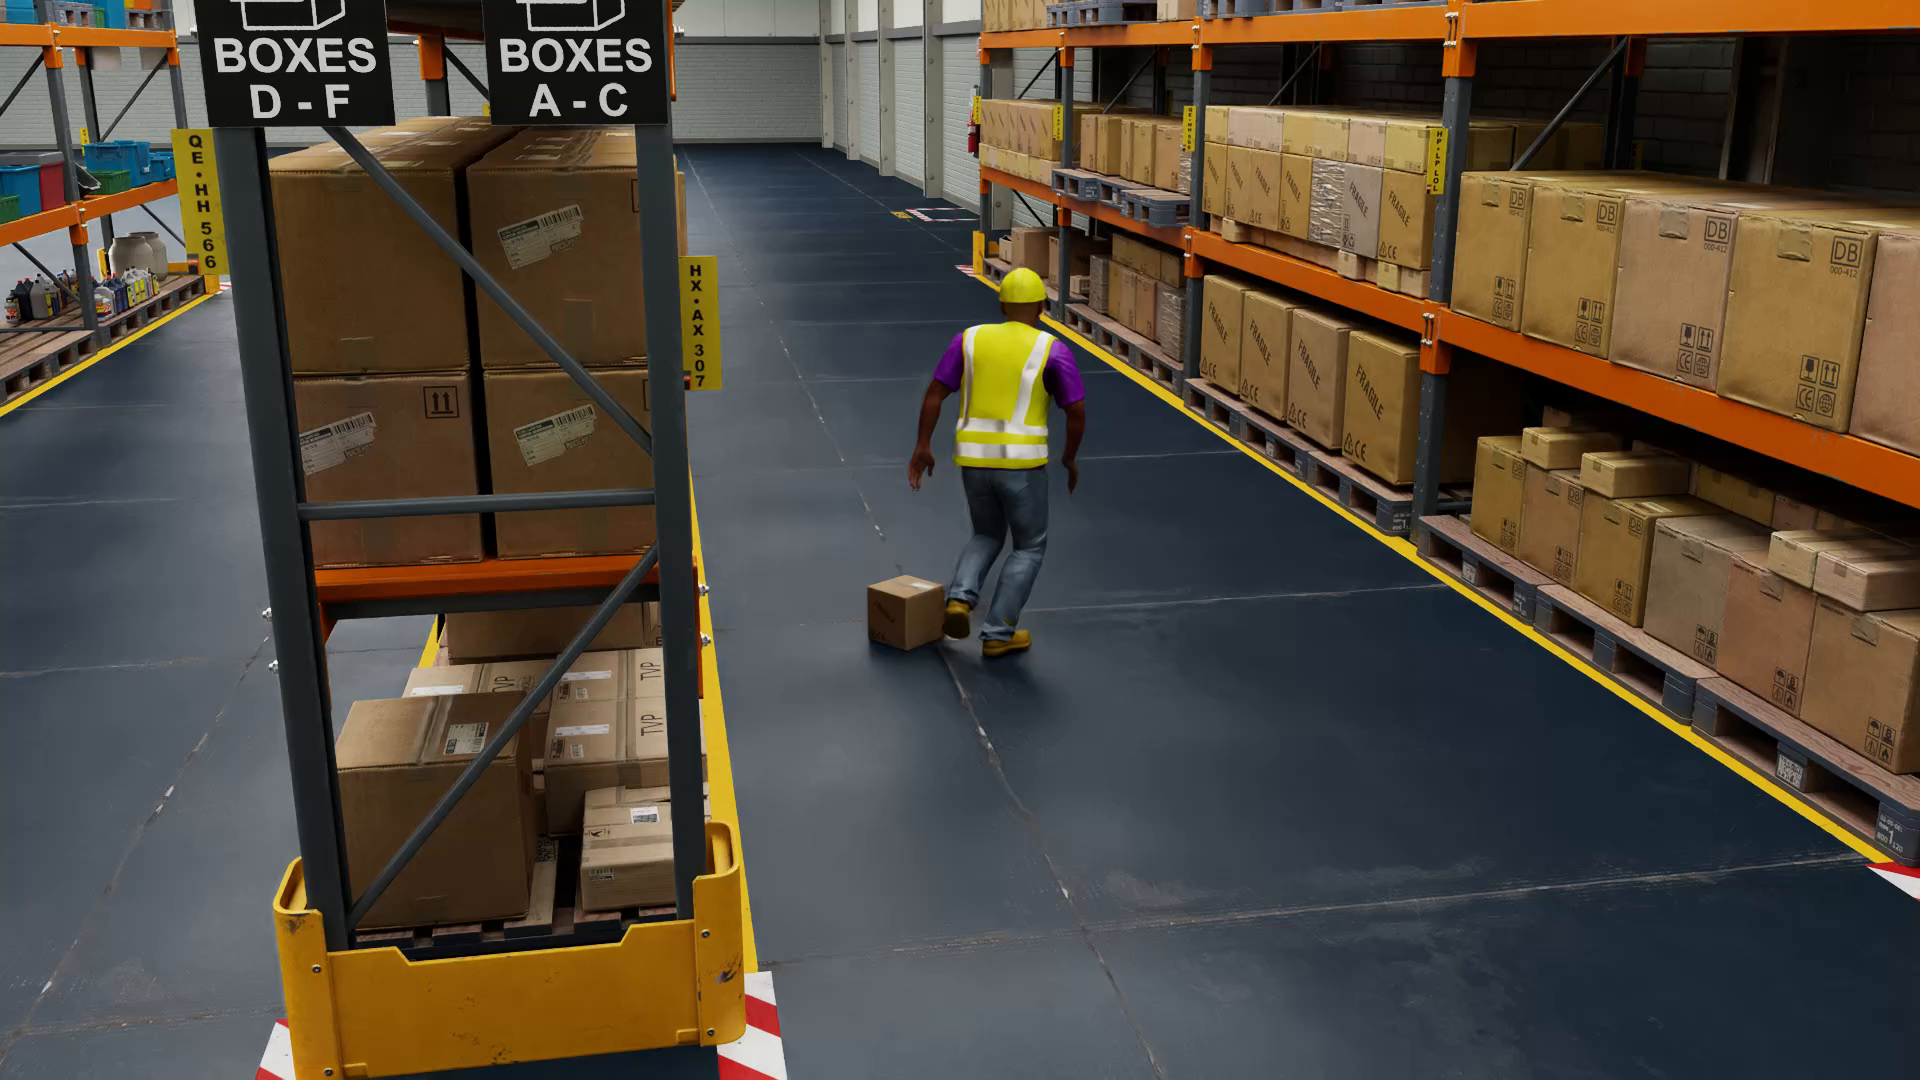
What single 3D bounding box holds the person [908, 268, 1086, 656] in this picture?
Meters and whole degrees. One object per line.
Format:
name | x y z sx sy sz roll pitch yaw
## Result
person | 0.171 -0.345 7.347 0.735 1.665 0.698 9 19 29
